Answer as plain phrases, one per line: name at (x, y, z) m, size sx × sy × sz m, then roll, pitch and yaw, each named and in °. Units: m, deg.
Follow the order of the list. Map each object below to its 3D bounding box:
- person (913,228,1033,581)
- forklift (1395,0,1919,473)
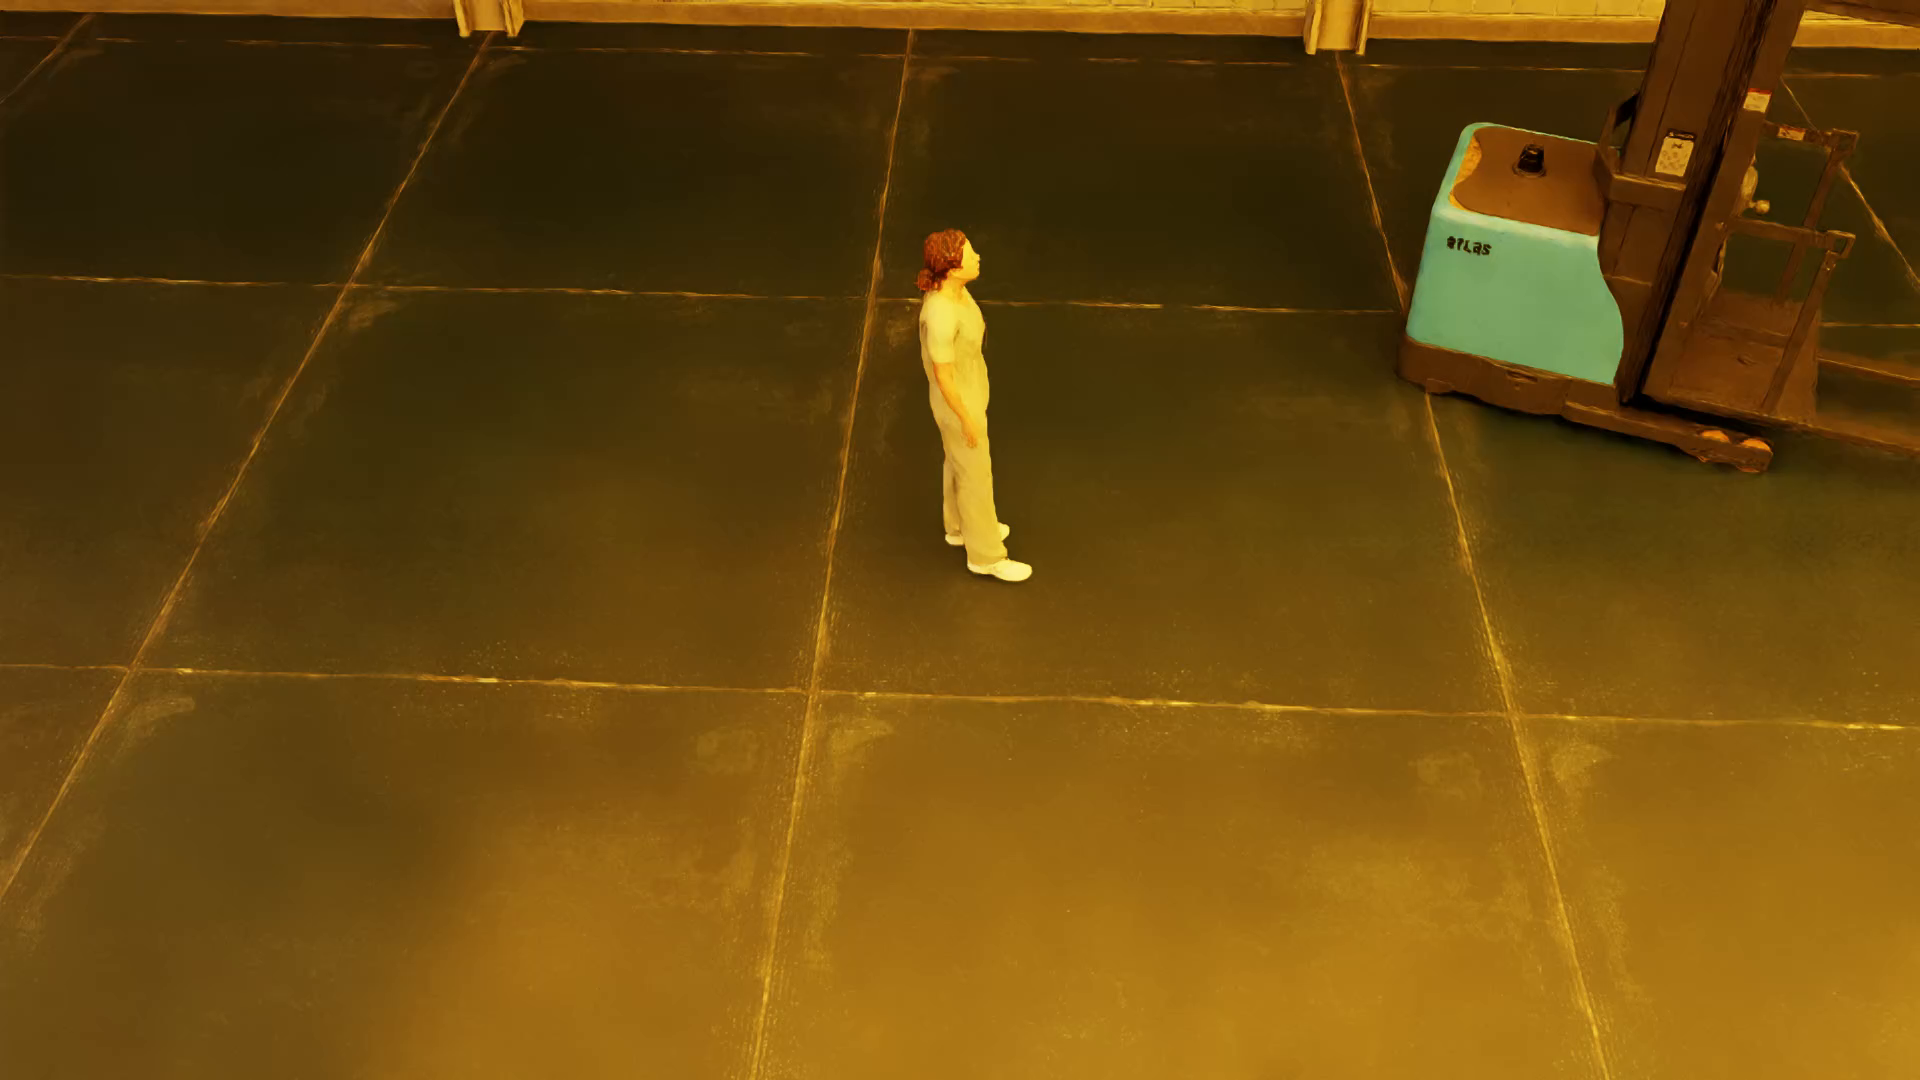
person at (0.073, -0.613, 7.334) m, size 0.548 × 1.674 × 0.550 m, roll 2°, pitch 42°, yaw 2°
forklift at (3.869, -1.826, 7.743) m, size 3.031 × 2.935 × 1.130 m, roll 16°, pitch 45°, yaw 16°
